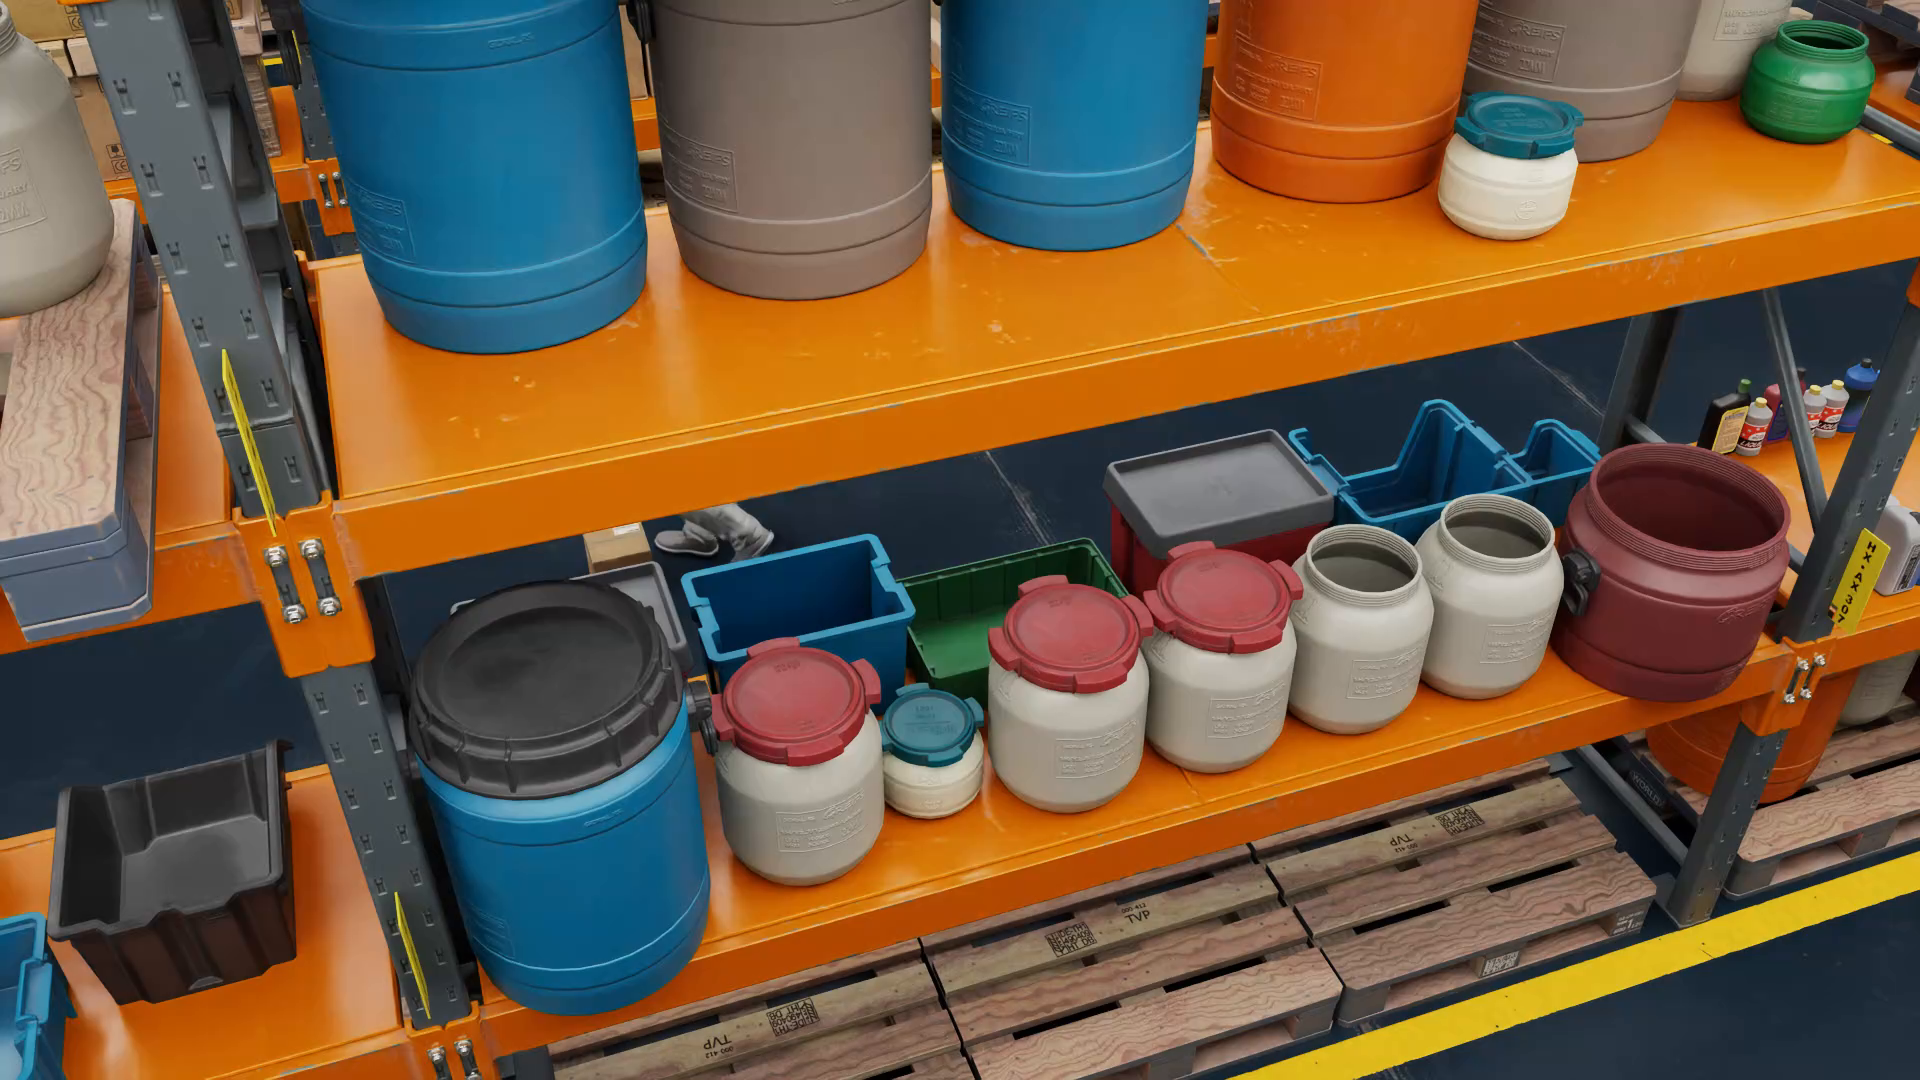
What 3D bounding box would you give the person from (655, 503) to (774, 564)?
[{"bbox_3d":[-1.081,-0.569,6.871,0.588,1.650,0.534,3,38,4],"label":"person"}]
